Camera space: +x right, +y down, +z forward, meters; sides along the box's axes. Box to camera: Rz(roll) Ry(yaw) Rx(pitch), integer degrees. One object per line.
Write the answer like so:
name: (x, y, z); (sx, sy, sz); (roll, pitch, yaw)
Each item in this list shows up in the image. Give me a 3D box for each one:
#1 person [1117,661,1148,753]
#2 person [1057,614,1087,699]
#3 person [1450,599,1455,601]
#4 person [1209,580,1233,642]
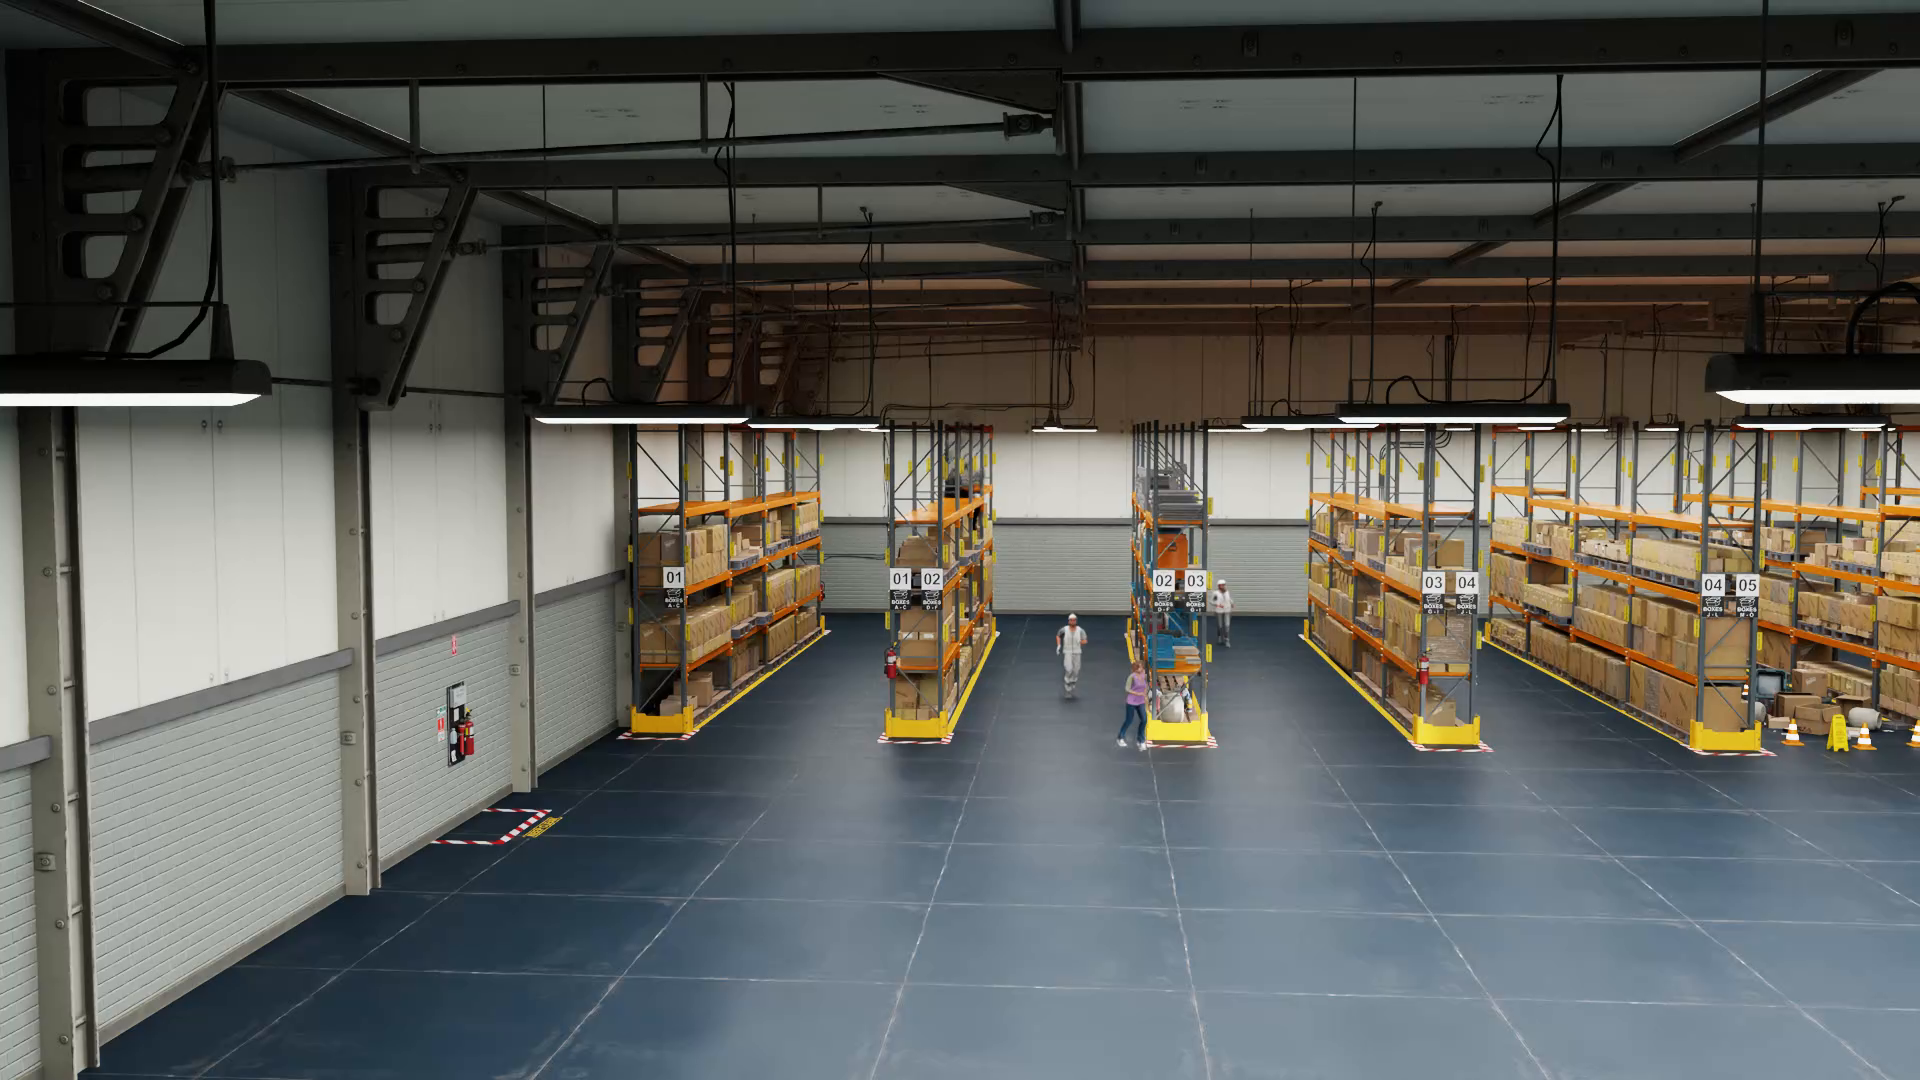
person: (3.230, 3.009, 30.196); (0.565, 1.631, 0.561); (-2, 4, -34)
person: (2.446, 2.531, 36.312); (0.641, 1.839, 0.761); (0, 4, -7)
person: (13.445, 1.763, 45.858); (0.706, 0.937, 0.445); (1, 4, 20)
person: (7.109, 1.920, 45.260); (0.697, 1.691, 0.705); (-1, 4, -11)
